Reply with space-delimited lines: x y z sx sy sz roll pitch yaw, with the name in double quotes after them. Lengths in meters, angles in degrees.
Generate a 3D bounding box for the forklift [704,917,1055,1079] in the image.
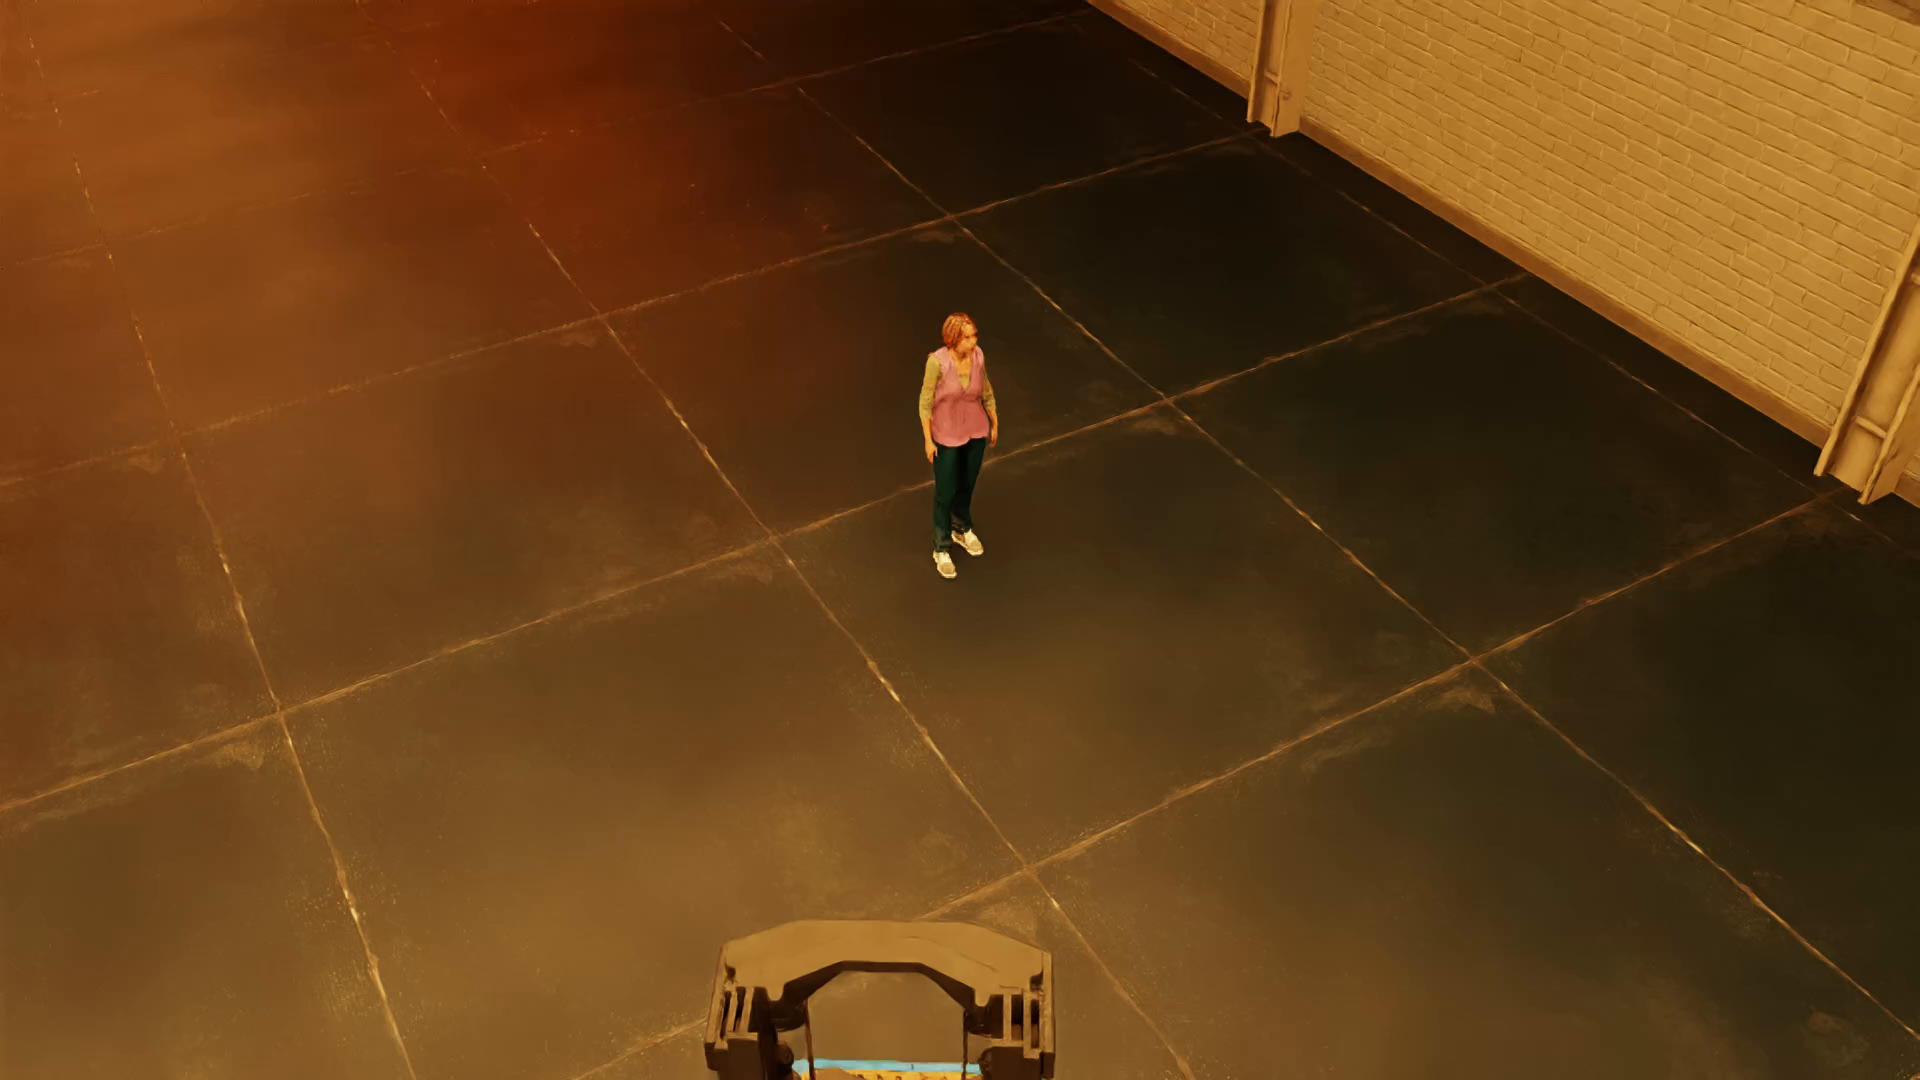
-0.227 2.611 4.888 1.130 2.935 3.031 1 40 1 "forklift"

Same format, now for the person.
0.025 -0.575 9.763 0.520 1.597 0.474 -20 44 -23 "person"
